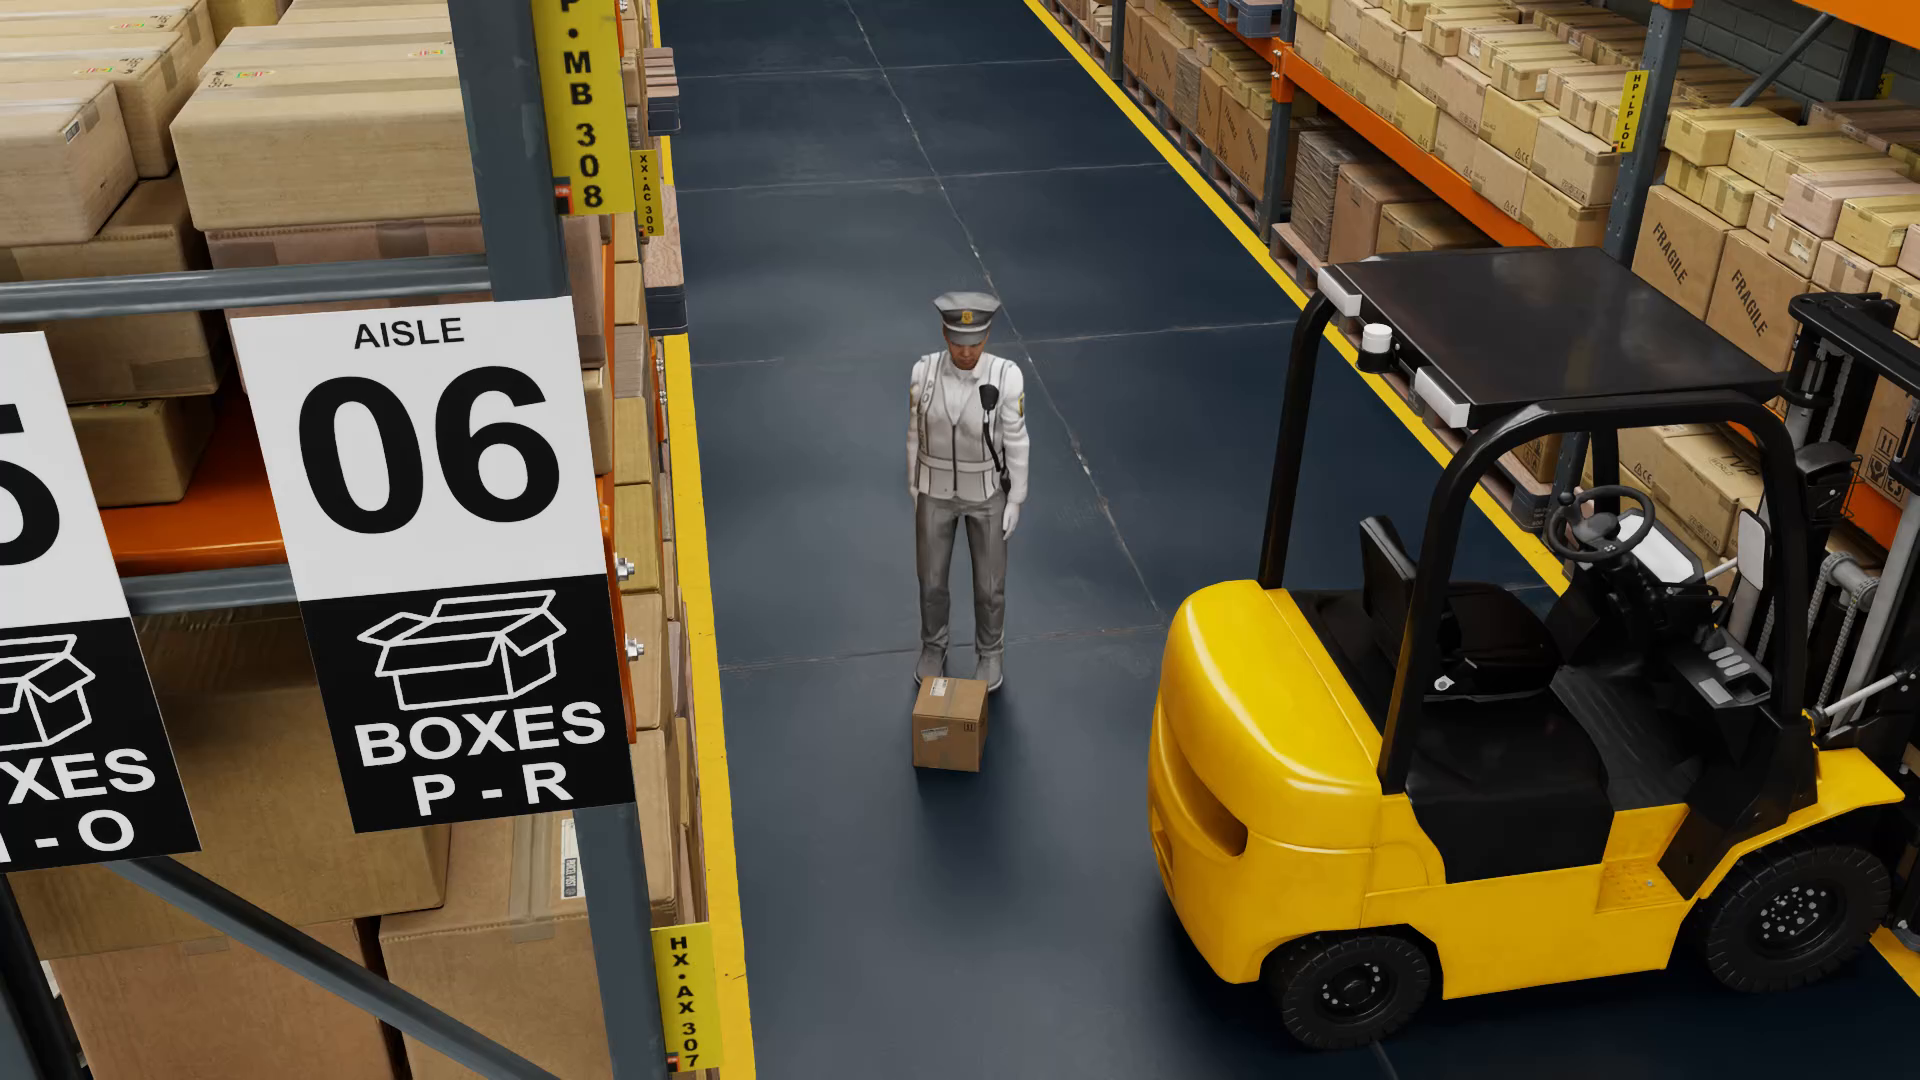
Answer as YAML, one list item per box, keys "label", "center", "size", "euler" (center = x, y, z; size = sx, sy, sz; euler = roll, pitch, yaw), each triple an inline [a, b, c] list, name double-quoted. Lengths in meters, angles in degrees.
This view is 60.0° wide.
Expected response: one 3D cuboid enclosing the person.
- label: "person"
  center: [0.023, -0.164, 6.413]
  size: [0.473, 1.661, 0.331]
  euler: [5, 31, 8]
